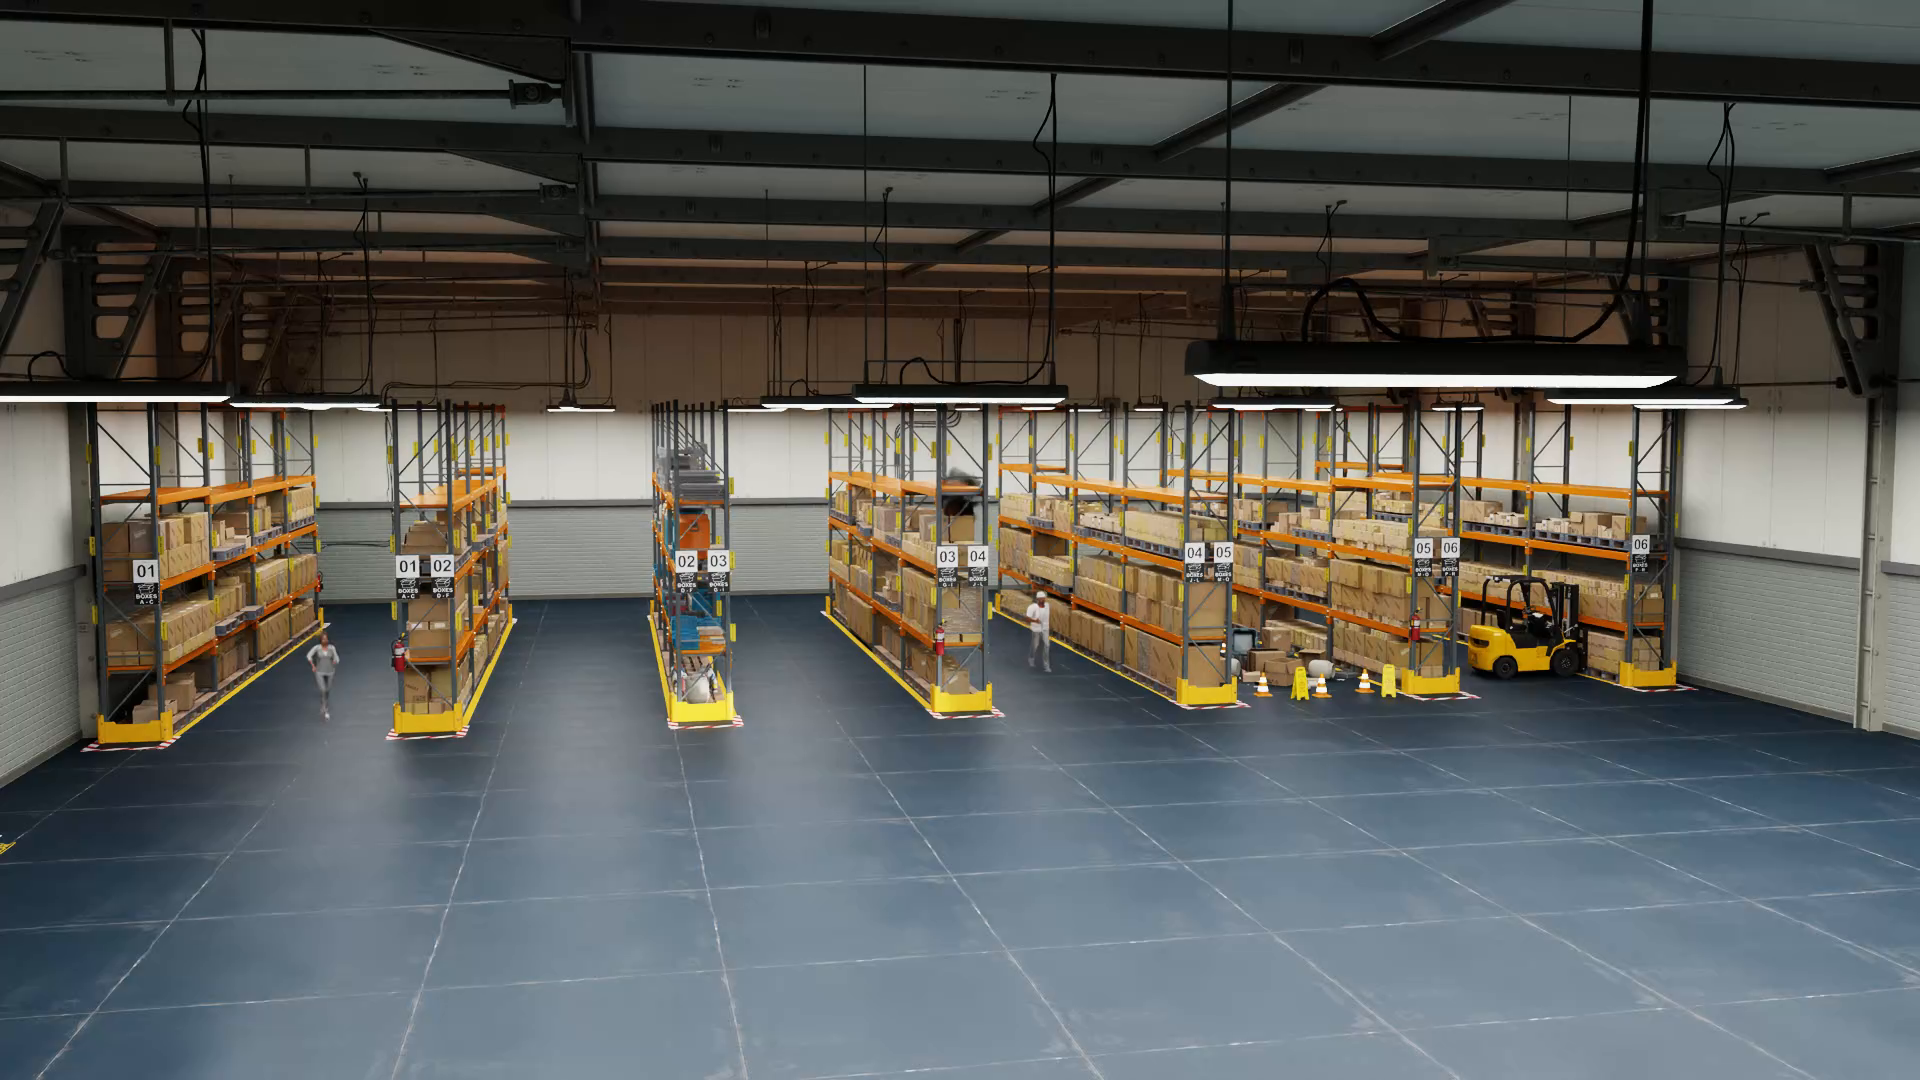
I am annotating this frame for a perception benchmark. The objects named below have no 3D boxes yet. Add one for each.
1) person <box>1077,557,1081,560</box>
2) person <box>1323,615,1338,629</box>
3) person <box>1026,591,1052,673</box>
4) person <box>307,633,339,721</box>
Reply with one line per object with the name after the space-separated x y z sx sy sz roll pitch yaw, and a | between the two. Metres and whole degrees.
3.370 1.305 47.428 0.587 1.655 0.631 -1 4 -12 | person
9.671 1.552 43.486 0.687 1.789 1.017 -1 4 -10 | person
1.758 2.031 37.183 0.640 1.795 0.890 -1 4 -16 | person
-11.980 2.599 31.353 0.539 1.514 0.871 -3 5 -34 | person
